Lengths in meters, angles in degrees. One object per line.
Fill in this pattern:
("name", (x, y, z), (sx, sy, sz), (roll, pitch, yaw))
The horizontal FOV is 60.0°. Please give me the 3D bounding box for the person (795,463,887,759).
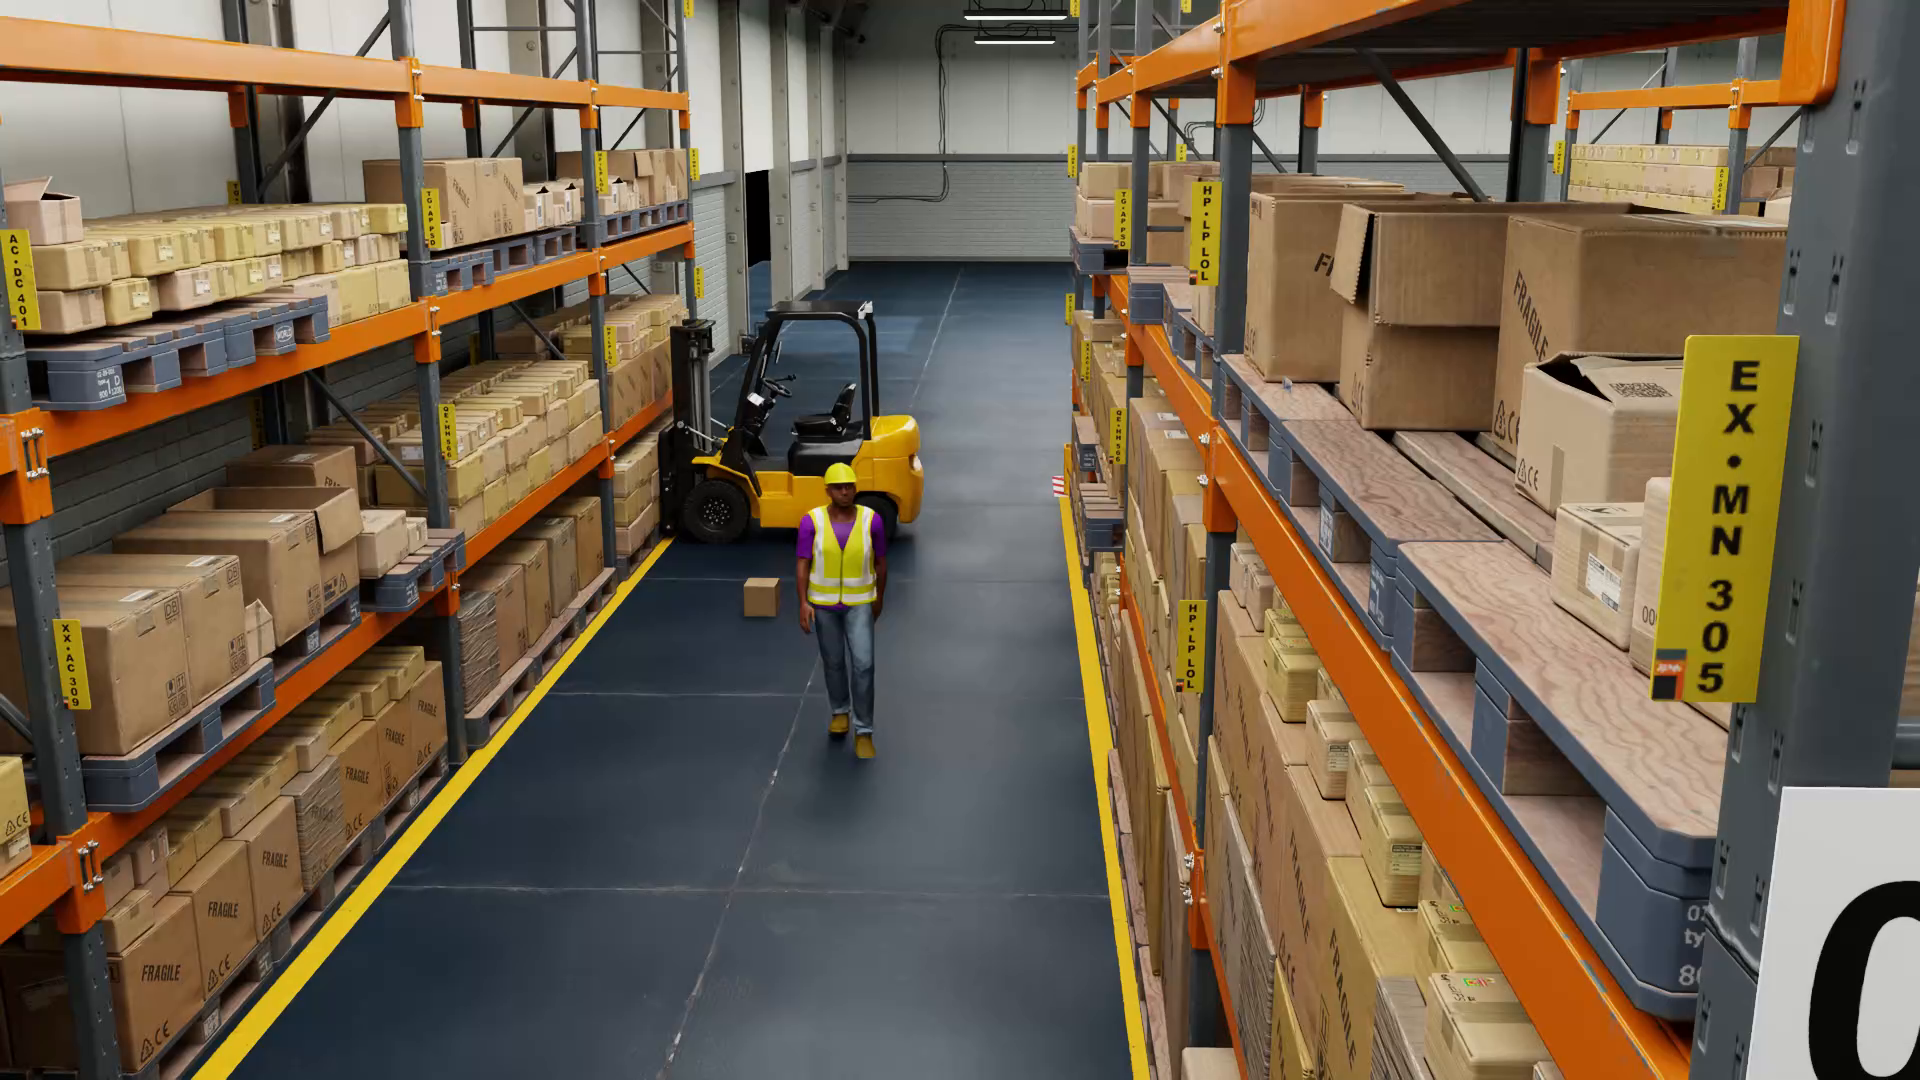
("person", (-0.728, 0.438, 10.261), (0.563, 1.833, 0.653), (0, 14, -2))
